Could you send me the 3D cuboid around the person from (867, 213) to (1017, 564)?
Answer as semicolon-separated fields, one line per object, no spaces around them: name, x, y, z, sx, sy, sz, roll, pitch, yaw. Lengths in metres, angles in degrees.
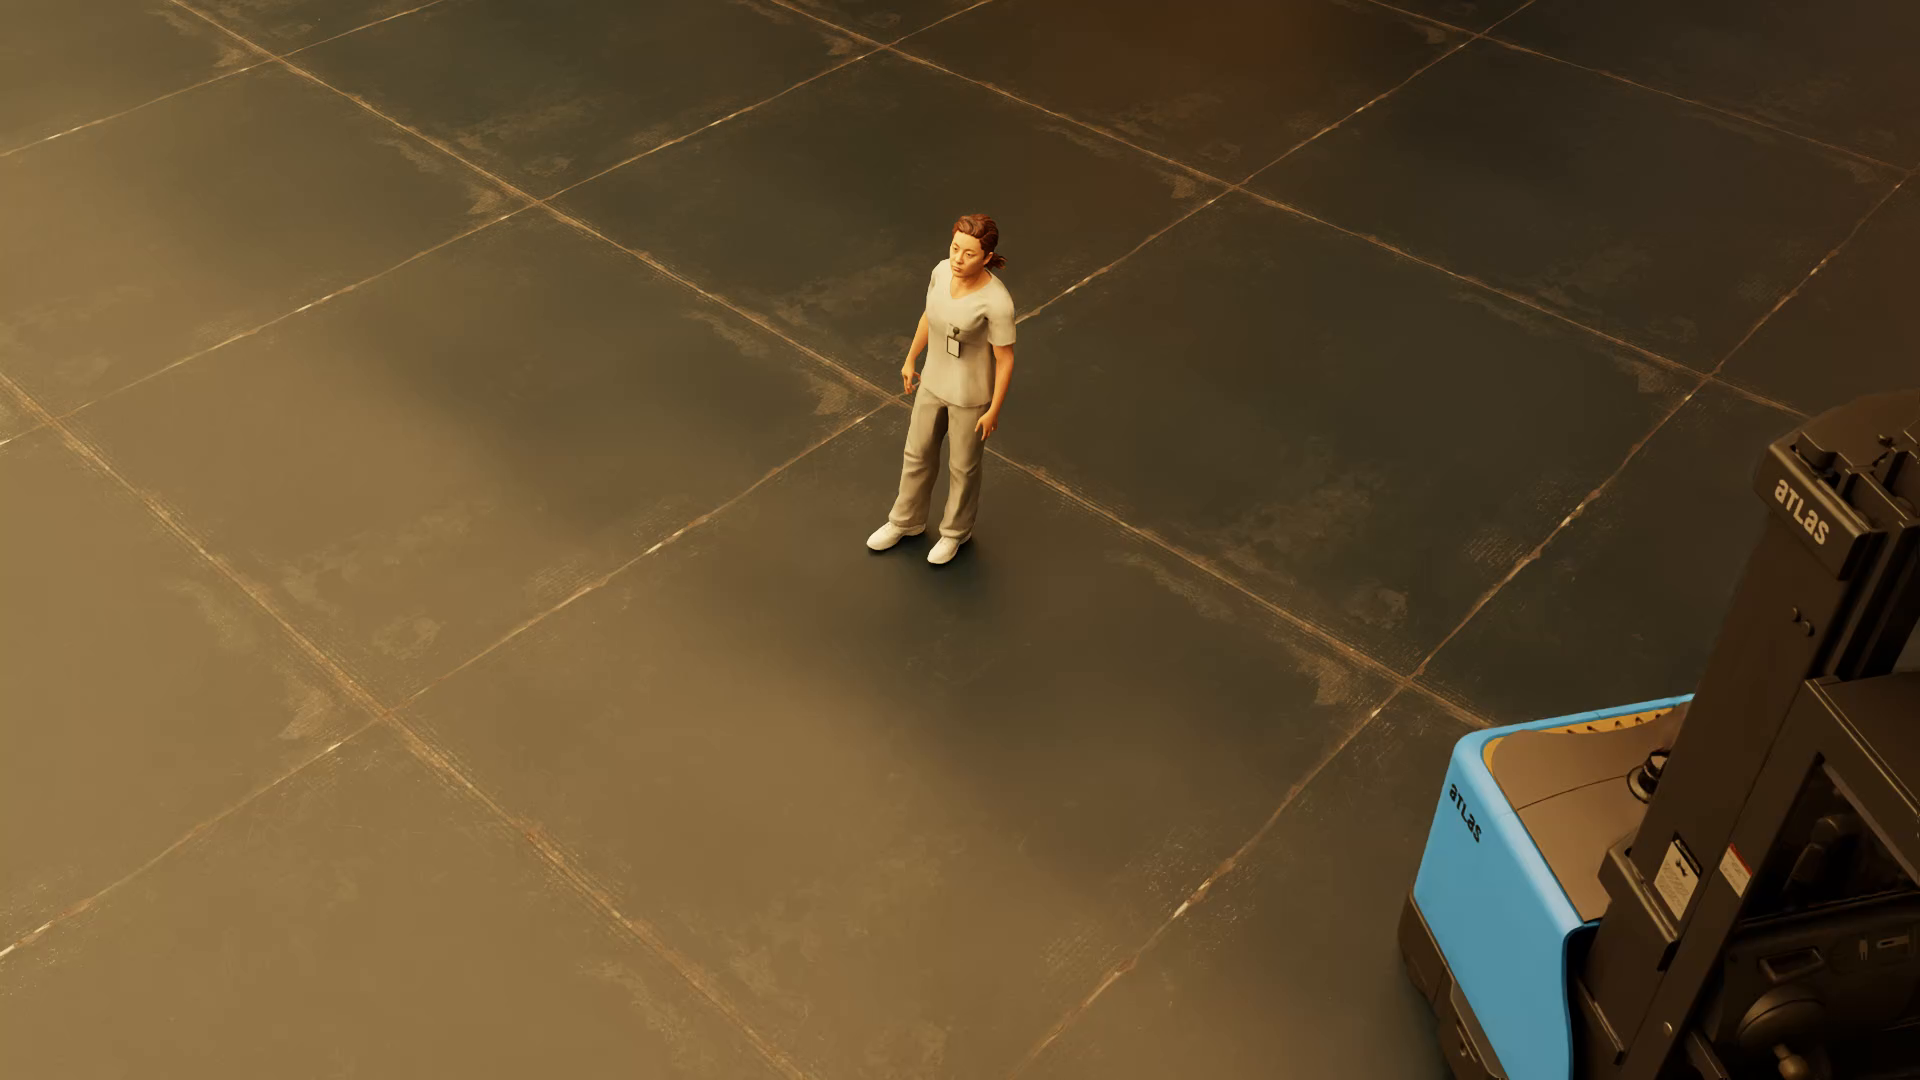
person;-0.060;-0.612;7.094;0.549;1.673;0.548;31;49;31

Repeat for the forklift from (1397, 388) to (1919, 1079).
forklift;2.378;1.192;4.038;1.130;2.935;3.031;-8;41;-10
